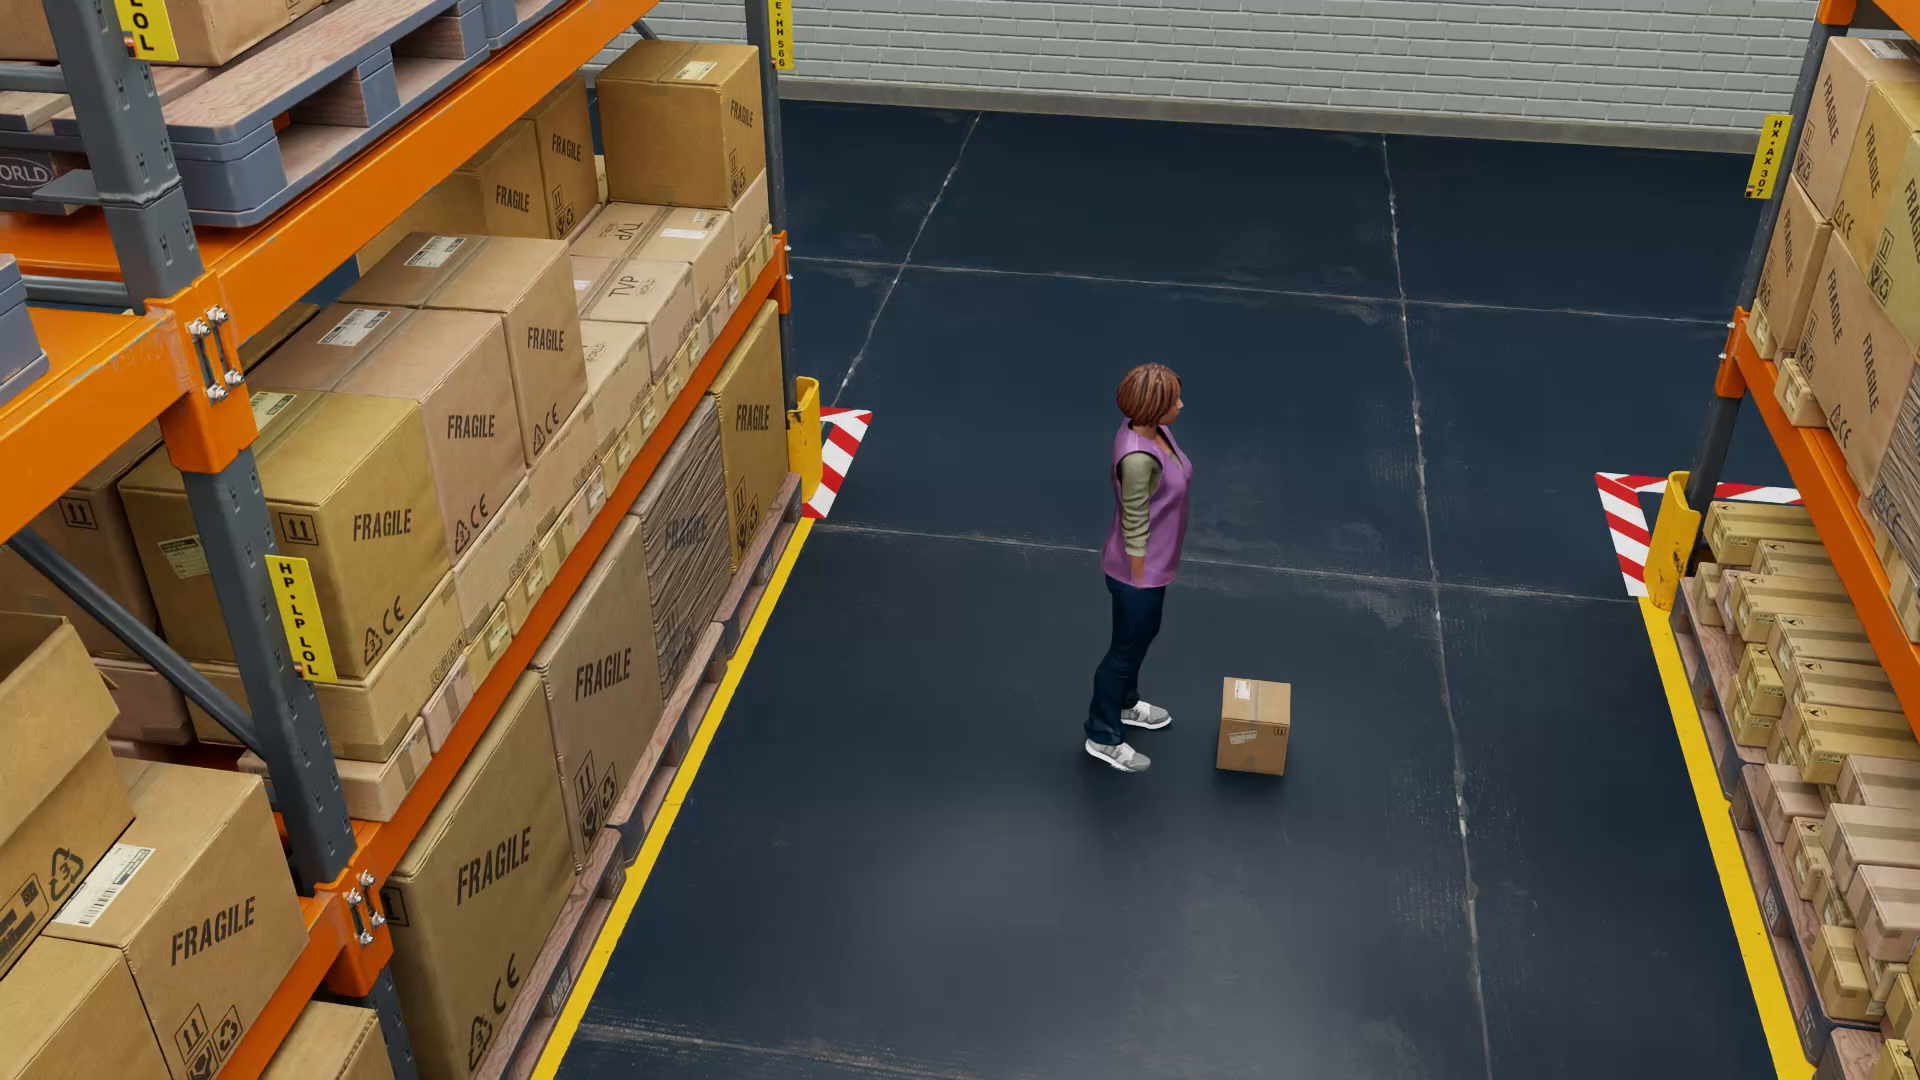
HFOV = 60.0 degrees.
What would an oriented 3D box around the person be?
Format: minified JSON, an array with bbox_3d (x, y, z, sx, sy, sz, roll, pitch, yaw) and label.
[{"bbox_3d":[0.650,0.094,6.023,0.322,1.621,0.418,6,33,9],"label":"person"}]
